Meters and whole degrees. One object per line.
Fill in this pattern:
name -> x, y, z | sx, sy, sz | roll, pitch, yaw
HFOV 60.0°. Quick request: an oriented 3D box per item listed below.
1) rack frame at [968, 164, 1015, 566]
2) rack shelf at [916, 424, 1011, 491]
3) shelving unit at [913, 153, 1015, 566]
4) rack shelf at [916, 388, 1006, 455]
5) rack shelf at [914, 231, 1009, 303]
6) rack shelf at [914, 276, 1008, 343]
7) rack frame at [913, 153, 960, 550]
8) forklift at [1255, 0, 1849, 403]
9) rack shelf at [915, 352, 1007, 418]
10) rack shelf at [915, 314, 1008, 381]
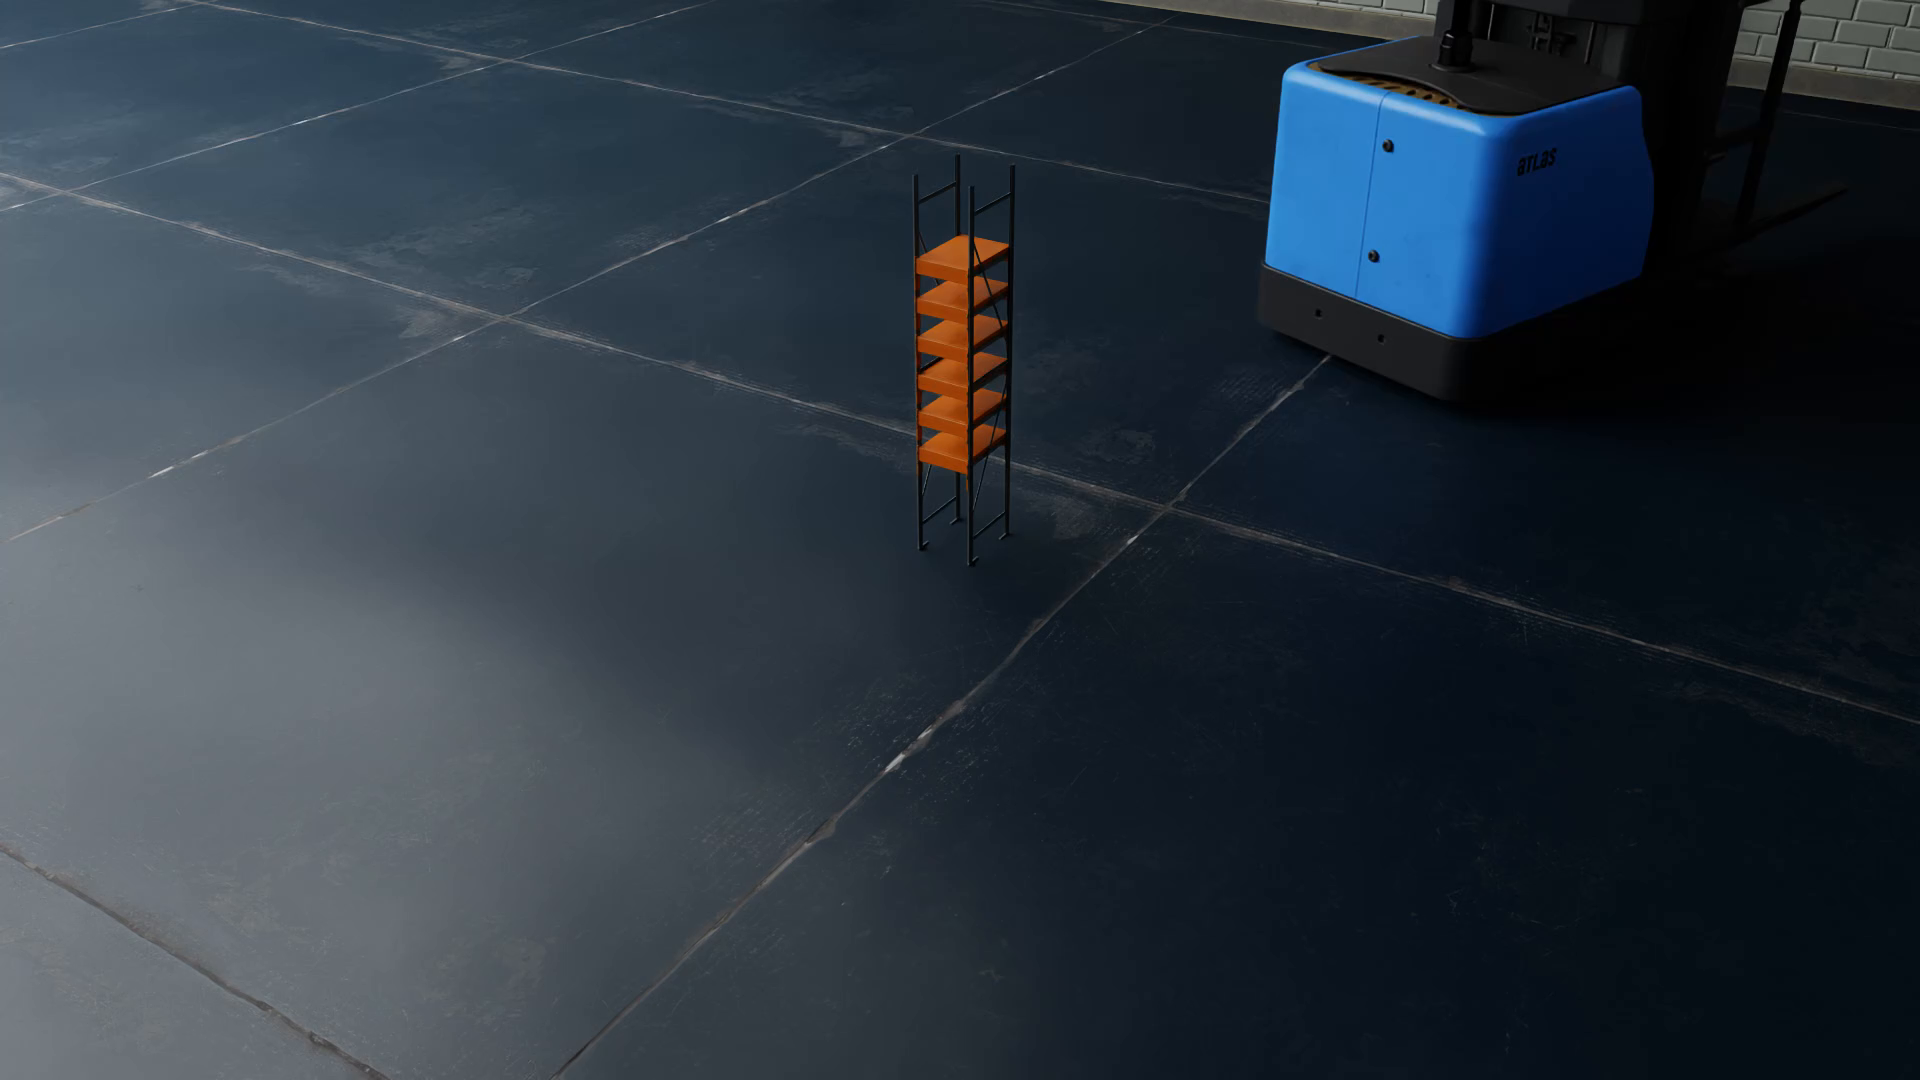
rack frame -> 0.090, -0.490, 4.899 | 0.006, 1.200, 0.240 | 18, 35, 27
rack shelf -> 0.012, -0.269, 5.084 | 0.180, 0.103, 0.258 | 18, 35, 27
shelving unit -> 0.012, -0.514, 4.941 | 0.189, 1.200, 0.258 | 18, 35, 27
rack shelf -> 0.012, -0.372, 5.024 | 0.180, 0.103, 0.258 | 18, 35, 27
rack shelf -> 0.012, -0.787, 4.782 | 0.180, 0.103, 0.258 | 18, 35, 27
rack shelf -> 0.012, -0.683, 4.842 | 0.180, 0.103, 0.258 | 18, 35, 27
rack frame -> -0.065, -0.539, 4.983 | 0.006, 1.200, 0.240 | 18, 35, 27
forklift -> 2.651, -2.350, 6.370 | 3.031, 2.935, 1.130 | -21, 36, -32
rack shelf -> 0.012, -0.476, 4.963 | 0.180, 0.103, 0.258 | 18, 35, 27
rack shelf -> 0.012, -0.580, 4.903 | 0.180, 0.103, 0.258 | 18, 35, 27
